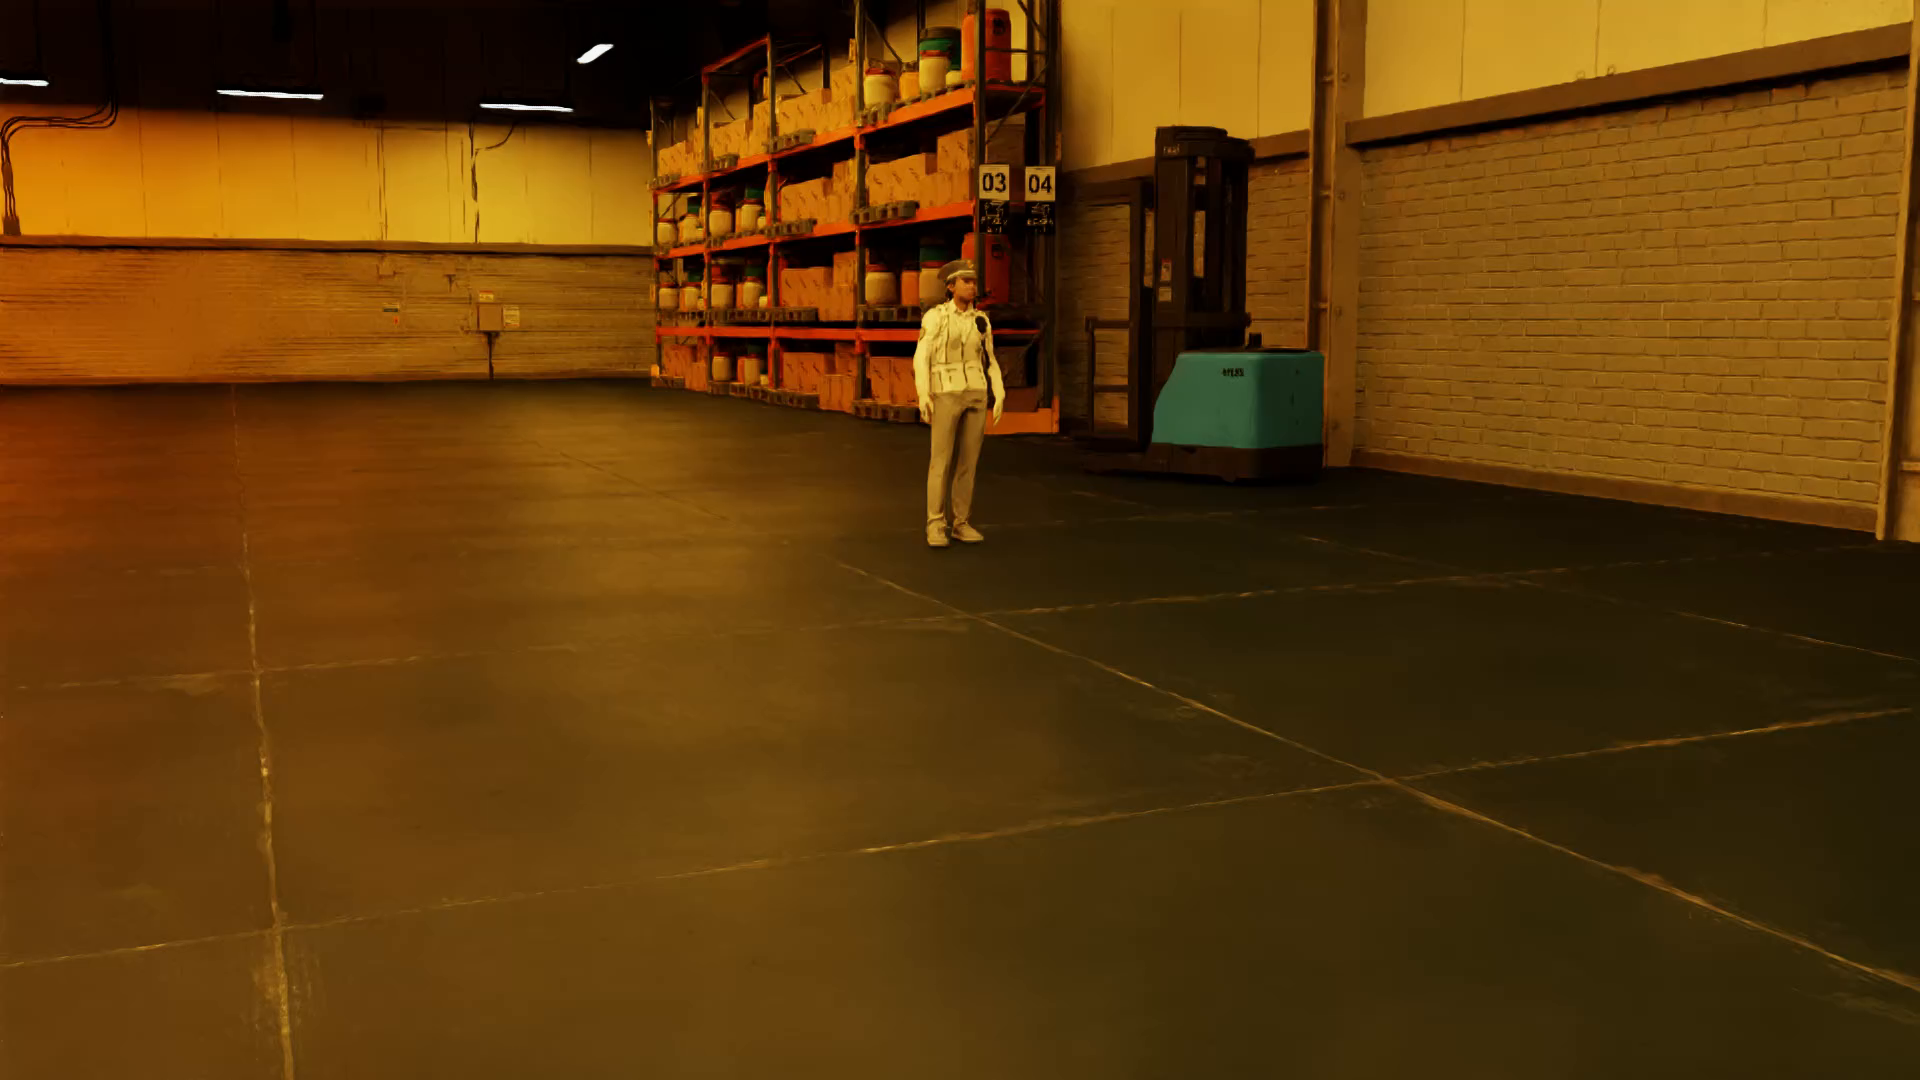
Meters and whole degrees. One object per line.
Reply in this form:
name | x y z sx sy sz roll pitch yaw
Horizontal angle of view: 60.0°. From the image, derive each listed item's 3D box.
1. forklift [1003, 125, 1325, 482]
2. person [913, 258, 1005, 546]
forklift | 1.682 -2.061 14.573 1.130 2.935 3.031 -7 10 -43
person | 0.021 -0.839 9.978 0.586 1.695 0.532 -3 8 -23
